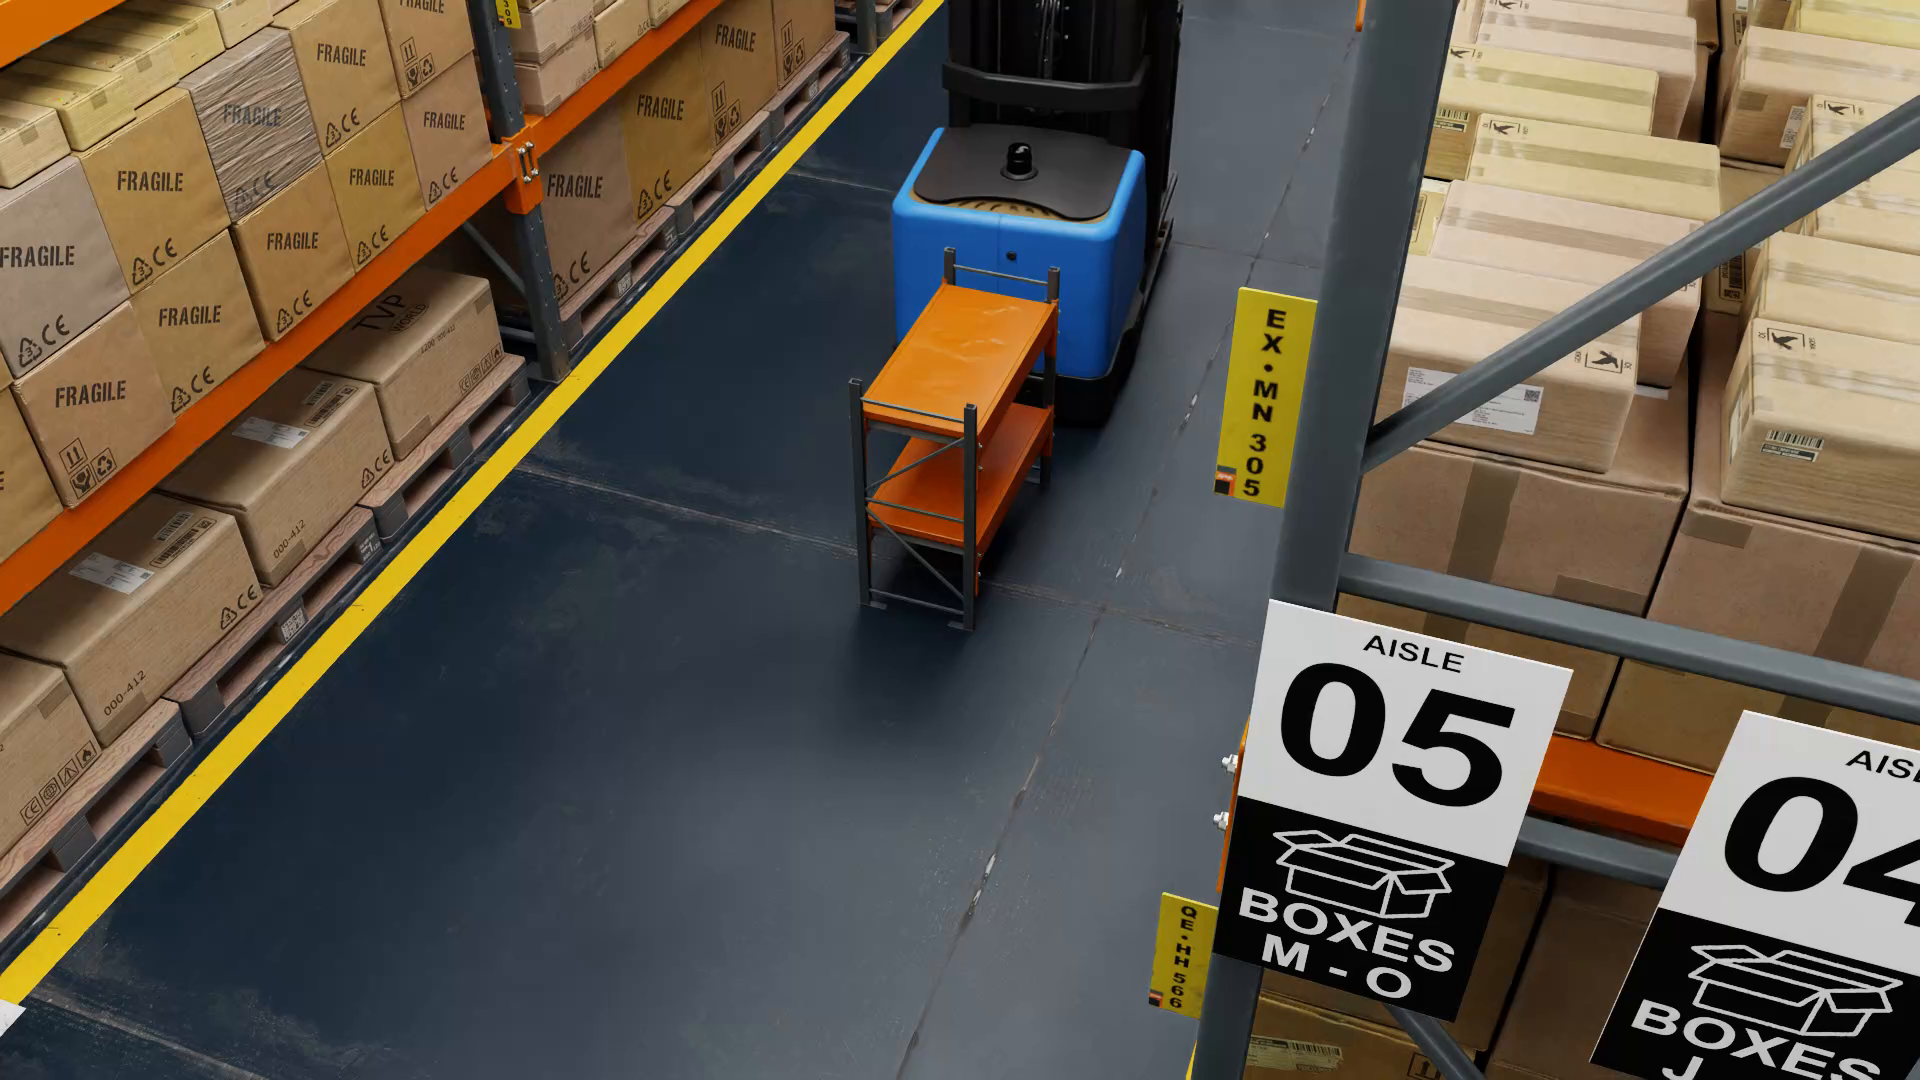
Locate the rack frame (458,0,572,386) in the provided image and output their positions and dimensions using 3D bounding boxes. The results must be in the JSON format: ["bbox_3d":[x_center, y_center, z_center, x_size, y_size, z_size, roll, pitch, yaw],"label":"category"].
[{"bbox_3d":[-2.410,-2.042,7.332,1.000,3.000,0.127,13,42,15],"label":"rack frame"}]

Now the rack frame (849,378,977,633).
[{"bbox_3d":[-0.176,-0.114,6.517,0.500,1.125,0.032,13,42,15],"label":"rack frame"}]

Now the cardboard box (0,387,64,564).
[{"bbox_3d":[-3.197,-0.184,5.078,0.500,0.500,0.500,13,42,14],"label":"cardboard box"}]

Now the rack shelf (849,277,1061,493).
[{"bbox_3d":[-0.002,-0.646,6.690,0.538,0.278,1.000,13,42,15],"label":"rack shelf"}]

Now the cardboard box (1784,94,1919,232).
[{"bbox_3d":[1.582,-0.587,2.739,0.380,0.149,0.250,14,42,16],"label":"cardboard box"}]

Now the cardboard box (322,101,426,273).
[{"bbox_3d":[-2.499,-1.425,6.532,0.500,0.500,0.500,12,42,14],"label":"cardboard box"}]

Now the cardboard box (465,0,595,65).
[{"bbox_3d":[-1.995,-2.381,7.460,0.500,0.250,0.500,12,42,14],"label":"cardboard box"}]

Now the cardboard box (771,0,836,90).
[{"bbox_3d":[-1.357,-3.430,10.273,0.875,0.875,0.875,13,42,15],"label":"cardboard box"}]

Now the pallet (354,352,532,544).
[{"bbox_3d":[-2.744,-0.535,7.714,1.003,0.211,1.213,13,42,15],"label":"pallet"}]

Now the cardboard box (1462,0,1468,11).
[{"bbox_3d":[1.526,-1.432,4.037,0.500,0.250,0.500,14,42,16],"label":"cardboard box"}]

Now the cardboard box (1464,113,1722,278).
[{"bbox_3d":[1.009,-0.544,2.689,0.380,0.149,0.250,12,42,14],"label":"cardboard box"}]

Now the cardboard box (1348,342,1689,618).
[{"bbox_3d":[0.827,-0.177,2.565,0.500,0.250,0.500,12,42,14],"label":"cardboard box"}]

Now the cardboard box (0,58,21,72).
[{"bbox_3d":[-3.301,-1.647,5.523,0.380,0.149,0.250,13,42,15],"label":"cardboard box"}]

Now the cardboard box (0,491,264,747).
[{"bbox_3d":[-3.341,0.228,6.322,0.875,0.438,0.875,14,43,16],"label":"cardboard box"}]

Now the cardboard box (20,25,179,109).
[{"bbox_3d":[-2.783,-1.530,5.385,0.380,0.149,0.250,13,42,15],"label":"cardboard box"}]

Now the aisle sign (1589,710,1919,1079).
[{"bbox_3d":[1.165,0.557,2.283,0.394,0.787,0.004,13,42,15],"label":"aisle sign"}]

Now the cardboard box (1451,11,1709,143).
[{"bbox_3d":[1.178,-0.801,3.297,0.500,0.250,0.500,14,42,16],"label":"cardboard box"}]

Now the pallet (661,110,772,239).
[{"bbox_3d":[-1.802,-2.215,9.684,1.003,0.211,1.213,13,42,15],"label":"pallet"}]

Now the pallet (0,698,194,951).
[{"bbox_3d":[-3.578,0.954,5.970,1.003,0.211,1.213,13,42,15],"label":"pallet"}]

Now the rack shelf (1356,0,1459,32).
[{"bbox_3d":[1.592,-1.792,2.974,1.077,0.370,4.000,13,42,15],"label":"rack shelf"}]

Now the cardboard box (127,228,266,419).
[{"bbox_3d":[-2.851,-0.799,5.799,0.500,0.500,0.500,15,43,17],"label":"cardboard box"}]

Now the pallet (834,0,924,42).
[{"bbox_3d":[-0.774,-3.897,11.655,1.003,0.211,1.213,13,42,15],"label":"pallet"}]

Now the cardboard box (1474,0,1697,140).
[{"bbox_3d":[1.141,-0.871,3.072,0.380,0.149,0.250,12,42,14],"label":"cardboard box"}]

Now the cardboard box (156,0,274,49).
[{"bbox_3d":[-2.625,-1.843,5.752,0.380,0.149,0.250,13,42,15],"label":"cardboard box"}]

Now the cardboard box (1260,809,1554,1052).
[{"bbox_3d":[0.831,0.569,3.195,0.500,0.500,0.500,12,42,14],"label":"cardboard box"}]

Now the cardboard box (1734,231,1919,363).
[{"bbox_3d":[1.337,-0.290,2.390,0.380,0.149,0.250,15,43,17],"label":"cardboard box"}]

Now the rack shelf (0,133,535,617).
[{"bbox_3d":[-3.094,-0.548,6.136,1.077,0.370,4.000,13,42,15],"label":"rack shelf"}]

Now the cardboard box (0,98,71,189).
[{"bbox_3d":[-2.939,-1.210,5.011,0.380,0.149,0.250,14,42,15],"label":"cardboard box"}]

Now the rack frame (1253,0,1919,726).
[{"bbox_3d":[0.908,-0.847,1.310,1.000,3.000,0.127,13,42,15],"label":"rack frame"}]

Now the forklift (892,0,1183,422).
[{"bbox_3d":[0.543,-2.635,8.080,1.130,2.935,3.031,9,41,11],"label":"forklift"}]

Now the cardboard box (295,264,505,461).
[{"bbox_3d":[-2.726,-0.868,7.607,0.875,0.438,0.875,13,42,14],"label":"cardboard box"}]

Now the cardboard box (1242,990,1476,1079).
[{"bbox_3d":[0.820,0.952,3.516,0.500,0.500,0.500,14,42,16],"label":"cardboard box"}]

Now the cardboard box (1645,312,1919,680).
[{"bbox_3d":[1.306,-0.056,2.423,0.500,0.250,0.500,14,42,16],"label":"cardboard box"}]

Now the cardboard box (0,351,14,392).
[{"bbox_3d":[-3.176,-0.567,4.756,0.500,0.500,0.500,12,42,14],"label":"cardboard box"}]

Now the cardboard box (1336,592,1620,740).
[{"bbox_3d":[0.815,0.015,2.726,0.500,0.250,0.500,12,42,14],"label":"cardboard box"}]

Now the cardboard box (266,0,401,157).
[{"bbox_3d":[-2.493,-1.804,6.205,0.500,0.500,0.500,13,42,14],"label":"cardboard box"}]

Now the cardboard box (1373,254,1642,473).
[{"bbox_3d":[0.746,-0.259,2.355,0.380,0.149,0.250,13,42,15],"label":"cardboard box"}]

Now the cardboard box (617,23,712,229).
[{"bbox_3d":[-1.972,-2.342,8.997,0.875,0.875,0.875,14,43,16],"label":"cardboard box"}]

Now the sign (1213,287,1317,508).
[{"bbox_3d":[0.393,-0.179,2.155,0.100,0.325,0.005,13,42,15],"label":"sign"}]

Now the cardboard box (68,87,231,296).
[{"bbox_3d":[-2.838,-1.187,5.483,0.500,0.500,0.500,13,42,15],"label":"cardboard box"}]

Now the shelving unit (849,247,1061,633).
[{"bbox_3d":[-0.002,-0.424,6.880,0.538,1.125,1.048,13,42,15],"label":"shelving unit"}]

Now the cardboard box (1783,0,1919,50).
[{"bbox_3d":[1.750,-0.907,3.115,0.380,0.149,0.250,15,43,16],"label":"cardboard box"}]

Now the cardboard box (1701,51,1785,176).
[{"bbox_3d":[1.664,-0.674,3.148,0.500,0.250,0.500,14,42,16],"label":"cardboard box"}]

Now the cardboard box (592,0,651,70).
[{"bbox_3d":[-1.836,-2.511,7.997,0.500,0.250,0.500,12,42,14],"label":"cardboard box"}]

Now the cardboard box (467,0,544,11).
[{"bbox_3d":[-1.990,-2.665,7.215,0.500,0.500,0.500,14,42,16],"label":"cardboard box"}]
